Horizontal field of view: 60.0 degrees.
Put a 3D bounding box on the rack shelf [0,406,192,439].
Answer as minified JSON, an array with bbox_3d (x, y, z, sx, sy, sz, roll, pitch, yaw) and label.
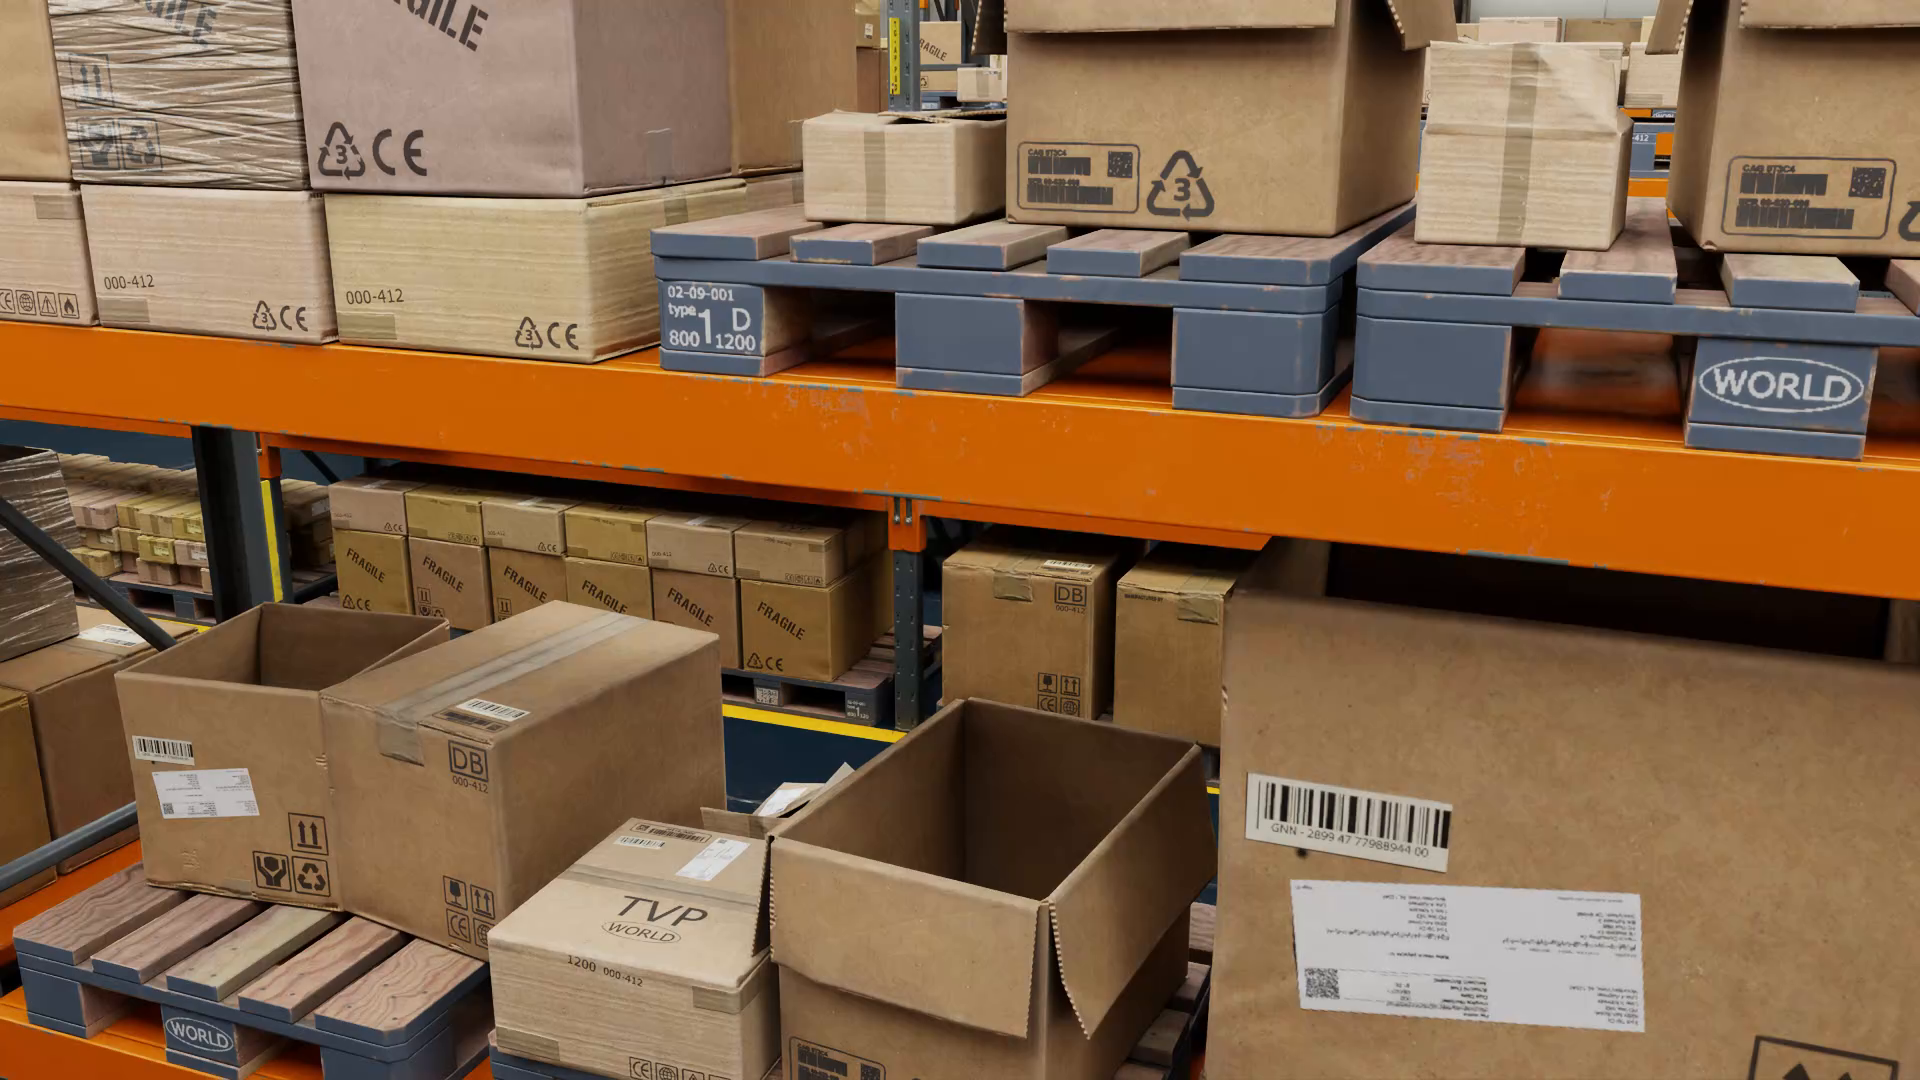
[{"bbox_3d":[-5.669,-0.871,10.583,4.000,0.370,1.077,6,17,21],"label":"rack shelf"}]

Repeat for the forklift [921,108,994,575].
[{"bbox_3d":[0.067,-1.231,10.657,1.130,2.935,3.031,-4,17,-13],"label":"forklift"}]

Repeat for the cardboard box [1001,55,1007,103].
[{"bbox_3d":[0.505,-2.119,7.439,0.500,0.311,0.500,6,17,21],"label":"cardboard box"}]

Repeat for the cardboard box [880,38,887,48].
[{"bbox_3d":[-0.826,-5.334,18.126,0.500,0.250,0.500,6,17,21],"label":"cardboard box"}]

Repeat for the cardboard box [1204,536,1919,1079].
[{"bbox_3d":[1.032,0.475,2.827,1.000,1.000,1.000,6,17,21],"label":"cardboard box"}]

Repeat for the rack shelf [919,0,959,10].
[{"bbox_3d":[1.592,-5.732,17.287,4.000,0.370,1.077,6,17,21],"label":"rack shelf"}]

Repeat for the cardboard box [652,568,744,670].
[{"bbox_3d":[-1.277,0.343,8.843,0.500,0.500,0.500,7,18,23],"label":"cardboard box"}]

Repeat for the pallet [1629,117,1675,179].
[{"bbox_3d":[2.763,-1.623,6.847,1.217,0.209,0.805,6,17,18],"label":"pallet"}]

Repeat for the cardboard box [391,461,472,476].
[{"bbox_3d":[-3.023,-0.362,9.927,0.500,0.250,0.500,6,17,19],"label":"cardboard box"}]

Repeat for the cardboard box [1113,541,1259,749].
[{"bbox_3d":[1.260,0.450,8.024,0.750,0.750,1.050,7,17,21],"label":"cardboard box"}]

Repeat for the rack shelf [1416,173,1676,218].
[{"bbox_3d":[1.773,-1.493,7.346,4.000,0.370,1.077,6,17,21],"label":"rack shelf"}]

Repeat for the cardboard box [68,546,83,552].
[{"bbox_3d":[-5.479,0.054,10.468,0.250,0.149,0.380,7,17,22],"label":"cardboard box"}]

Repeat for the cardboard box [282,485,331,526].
[{"bbox_3d":[-4.053,-0.219,10.341,0.250,0.149,0.380,7,18,23],"label":"cardboard box"}]

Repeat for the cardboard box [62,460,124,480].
[{"bbox_3d":[-5.751,-0.405,10.981,0.250,0.149,0.380,6,17,19],"label":"cardboard box"}]

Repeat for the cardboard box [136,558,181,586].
[{"bbox_3d":[-4.779,0.145,10.153,0.250,0.149,0.380,6,17,19],"label":"cardboard box"}]

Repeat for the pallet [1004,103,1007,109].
[{"bbox_3d":[1.016,-3.299,12.614,1.003,0.211,1.213,7,18,23],"label":"pallet"}]

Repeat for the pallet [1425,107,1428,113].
[{"bbox_3d":[3.855,-3.034,11.700,1.003,0.211,1.213,6,17,21],"label":"pallet"}]

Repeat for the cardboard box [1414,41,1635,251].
[{"bbox_3d":[0.808,-0.565,2.348,0.258,0.266,0.396,7,18,23],"label":"cardboard box"}]

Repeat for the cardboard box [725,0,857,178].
[{"bbox_3d":[-0.530,-0.967,3.168,0.500,0.500,0.500,7,17,22],"label":"cardboard box"}]

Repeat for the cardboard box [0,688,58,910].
[{"bbox_3d":[-2.551,0.639,3.912,0.500,0.500,0.500,7,18,22],"label":"cardboard box"}]

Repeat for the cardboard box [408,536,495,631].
[{"bbox_3d":[-2.726,0.185,9.386,0.500,0.500,0.500,7,18,23],"label":"cardboard box"}]

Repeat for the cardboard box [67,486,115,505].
[{"bbox_3d":[-5.475,-0.213,10.321,0.250,0.149,0.380,6,17,19],"label":"cardboard box"}]

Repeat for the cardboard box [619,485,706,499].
[{"bbox_3d":[-1.568,-0.203,9.378,0.500,0.250,0.500,6,17,21],"label":"cardboard box"}]

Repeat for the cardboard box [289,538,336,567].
[{"bbox_3d":[-4.029,0.035,10.532,0.250,0.149,0.380,5,17,18],"label":"cardboard box"}]

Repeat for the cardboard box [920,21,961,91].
[{"bbox_3d":[-0.111,-3.692,12.698,0.500,0.500,0.500,6,17,21],"label":"cardboard box"}]

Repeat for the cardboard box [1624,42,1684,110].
[{"bbox_3d":[2.918,-1.842,6.595,0.500,0.250,0.500,6,17,21],"label":"cardboard box"}]

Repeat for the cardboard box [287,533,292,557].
[{"bbox_3d":[-4.218,0.063,9.903,0.250,0.149,0.380,7,17,22],"label":"cardboard box"}]

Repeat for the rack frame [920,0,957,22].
[{"bbox_3d":[-0.269,-6.475,17.835,0.127,3.000,1.000,6,17,21],"label":"rack frame"}]

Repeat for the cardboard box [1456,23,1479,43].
[{"bbox_3d":[4.984,-4.681,15.926,0.500,0.500,0.500,7,17,22],"label":"cardboard box"}]

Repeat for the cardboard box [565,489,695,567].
[{"bbox_3d":[-1.761,-0.071,8.922,0.500,0.250,0.500,7,17,22],"label":"cardboard box"}]

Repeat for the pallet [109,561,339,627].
[{"bbox_3d":[-4.446,0.268,10.372,1.213,0.211,1.003,6,17,21],"label":"pallet"}]

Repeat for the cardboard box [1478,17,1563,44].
[{"bbox_3d":[3.813,-3.423,11.322,0.500,0.250,0.500,7,17,22],"label":"cardboard box"}]

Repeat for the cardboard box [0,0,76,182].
[{"bbox_3d":[-1.659,-0.940,3.076,0.500,0.500,0.500,6,17,21],"label":"cardboard box"}]

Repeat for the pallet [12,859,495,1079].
[{"bbox_3d":[-1.299,0.811,3.844,1.003,0.211,1.213,6,17,21],"label":"pallet"}]

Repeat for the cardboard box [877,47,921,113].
[{"bbox_3d":[-0.521,-2.218,8.376,0.500,0.500,0.500,6,17,21],"label":"cardboard box"}]

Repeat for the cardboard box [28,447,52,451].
[{"bbox_3d":[-6.444,-0.517,11.366,0.250,0.149,0.380,6,17,19],"label":"cardboard box"}]

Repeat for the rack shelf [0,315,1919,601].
[{"bbox_3d":[-0.141,-0.217,2.951,4.000,0.370,1.077,6,17,21],"label":"rack shelf"}]

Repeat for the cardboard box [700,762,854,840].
[{"bbox_3d":[-0.351,0.637,3.587,0.258,0.266,0.396,6,17,19],"label":"cardboard box"}]

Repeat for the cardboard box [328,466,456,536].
[{"bbox_3d":[-3.218,-0.229,9.467,0.500,0.250,0.500,5,17,18],"label":"cardboard box"}]

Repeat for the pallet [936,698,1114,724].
[{"bbox_3d":[0.618,0.837,8.412,1.213,0.211,1.003,6,17,21],"label":"pallet"}]

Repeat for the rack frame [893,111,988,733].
[{"bbox_3d":[-0.088,-0.602,8.369,0.127,3.000,1.000,6,17,21],"label":"rack frame"}]

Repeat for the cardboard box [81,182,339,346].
[{"bbox_3d":[-1.180,-0.528,3.002,0.500,0.250,0.500,7,17,22],"label":"cardboard box"}]

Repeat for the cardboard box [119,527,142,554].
[{"bbox_3d":[-4.927,-0.035,10.241,0.250,0.149,0.380,6,17,21],"label":"cardboard box"}]

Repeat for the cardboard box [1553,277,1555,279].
[{"bbox_3d":[3.902,-1.972,11.622,0.500,0.500,0.500,7,18,23],"label":"cardboard box"}]

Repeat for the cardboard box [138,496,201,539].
[{"bbox_3d":[-4.721,-0.138,10.063,0.250,0.149,0.380,6,17,20],"label":"cardboard box"}]

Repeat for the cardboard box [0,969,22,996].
[{"bbox_3d":[-2.636,1.416,4.473,0.875,0.875,1.225,5,17,18],"label":"cardboard box"}]

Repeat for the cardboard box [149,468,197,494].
[{"bbox_3d":[-4.999,-0.344,10.770,0.250,0.149,0.380,7,17,22],"label":"cardboard box"}]
